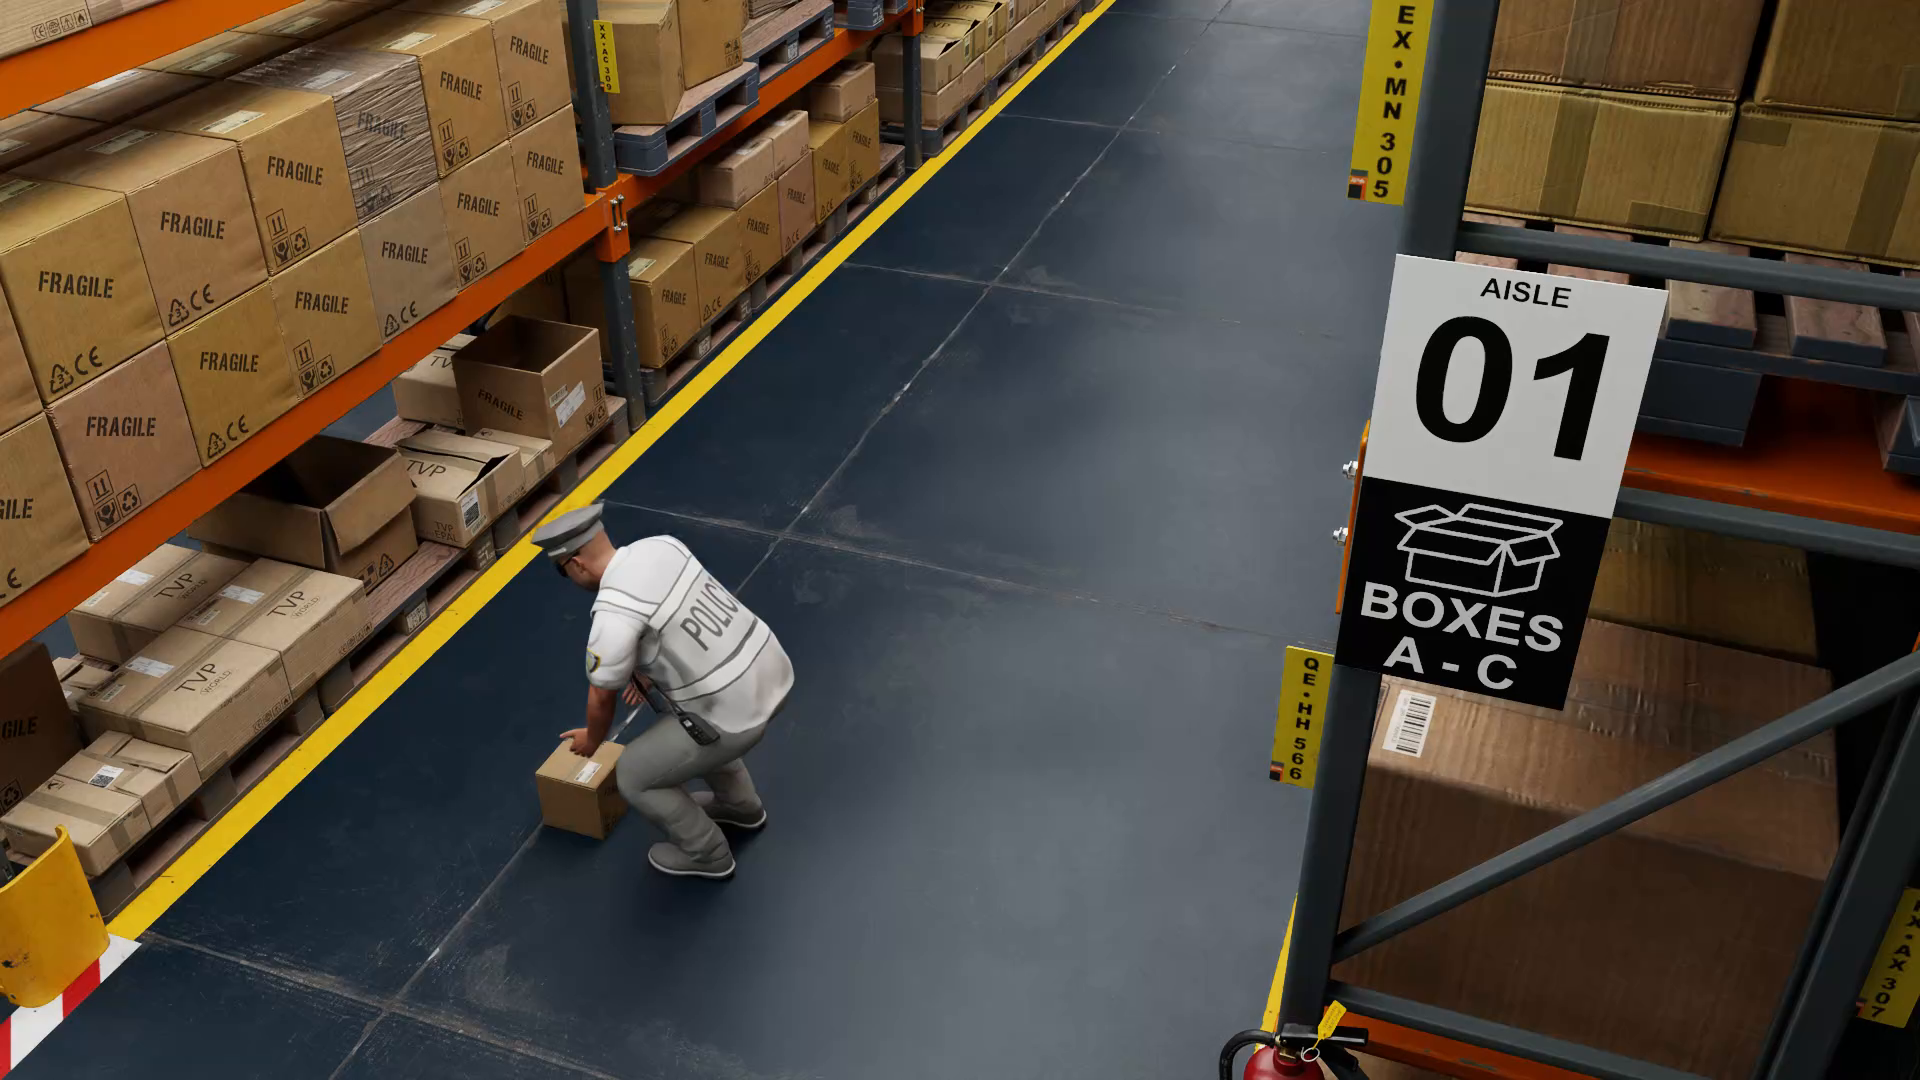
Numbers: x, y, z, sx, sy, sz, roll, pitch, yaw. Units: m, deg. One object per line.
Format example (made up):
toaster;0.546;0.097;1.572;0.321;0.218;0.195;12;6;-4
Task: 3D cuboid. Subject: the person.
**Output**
person;-0.994;0.528;5.668;0.826;1.381;0.590;11;35;17
